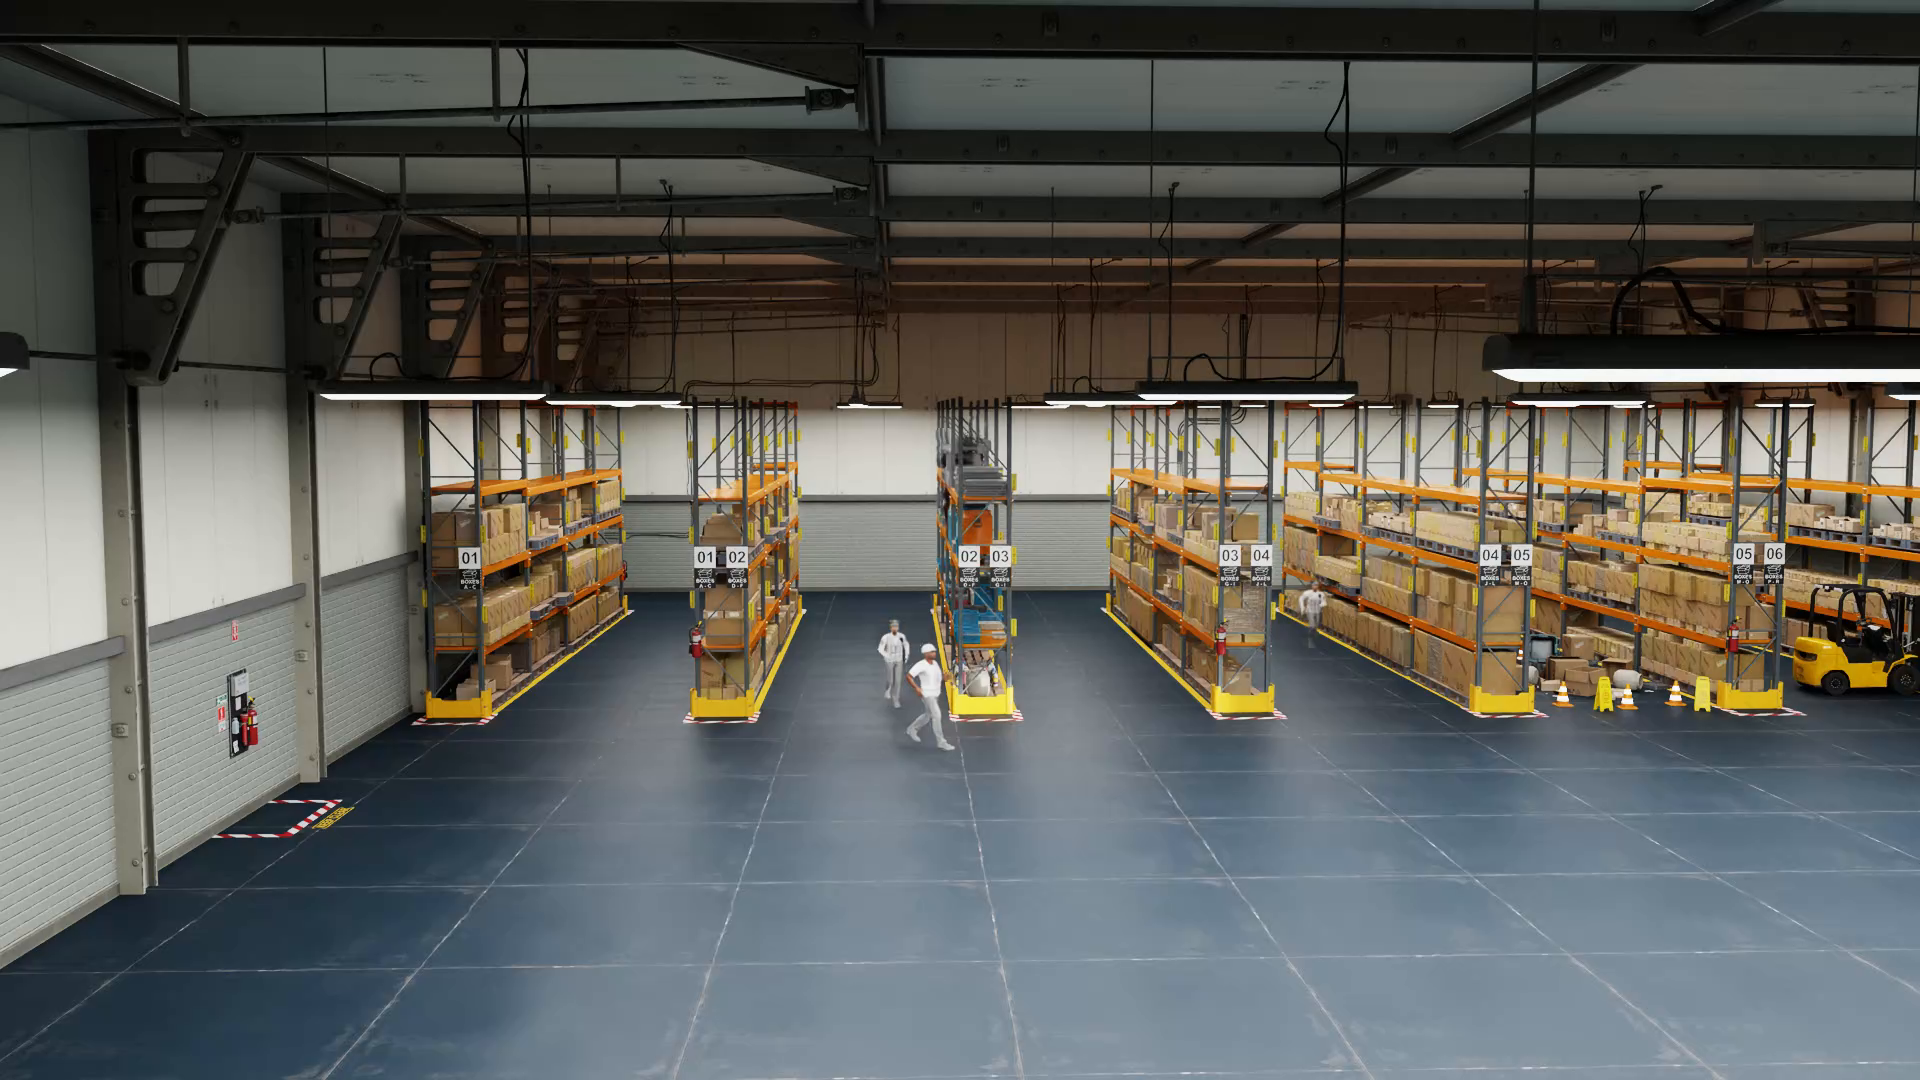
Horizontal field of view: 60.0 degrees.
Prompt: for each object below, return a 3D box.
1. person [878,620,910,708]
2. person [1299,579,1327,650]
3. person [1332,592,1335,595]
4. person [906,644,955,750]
[{"bbox_3d":[-1.284,2.382,32.506,0.644,1.696,0.737,-1,5,-12],"label":"person"},{"bbox_3d":[8.517,1.793,40.042,0.574,1.714,0.783,0,4,-5],"label":"person"},{"bbox_3d":[11.197,1.155,49.084,0.734,1.575,0.536,-1,4,-8],"label":"person"},{"bbox_3d":[-0.508,2.635,28.193,0.982,1.755,0.700,2,5,25],"label":"person"}]
